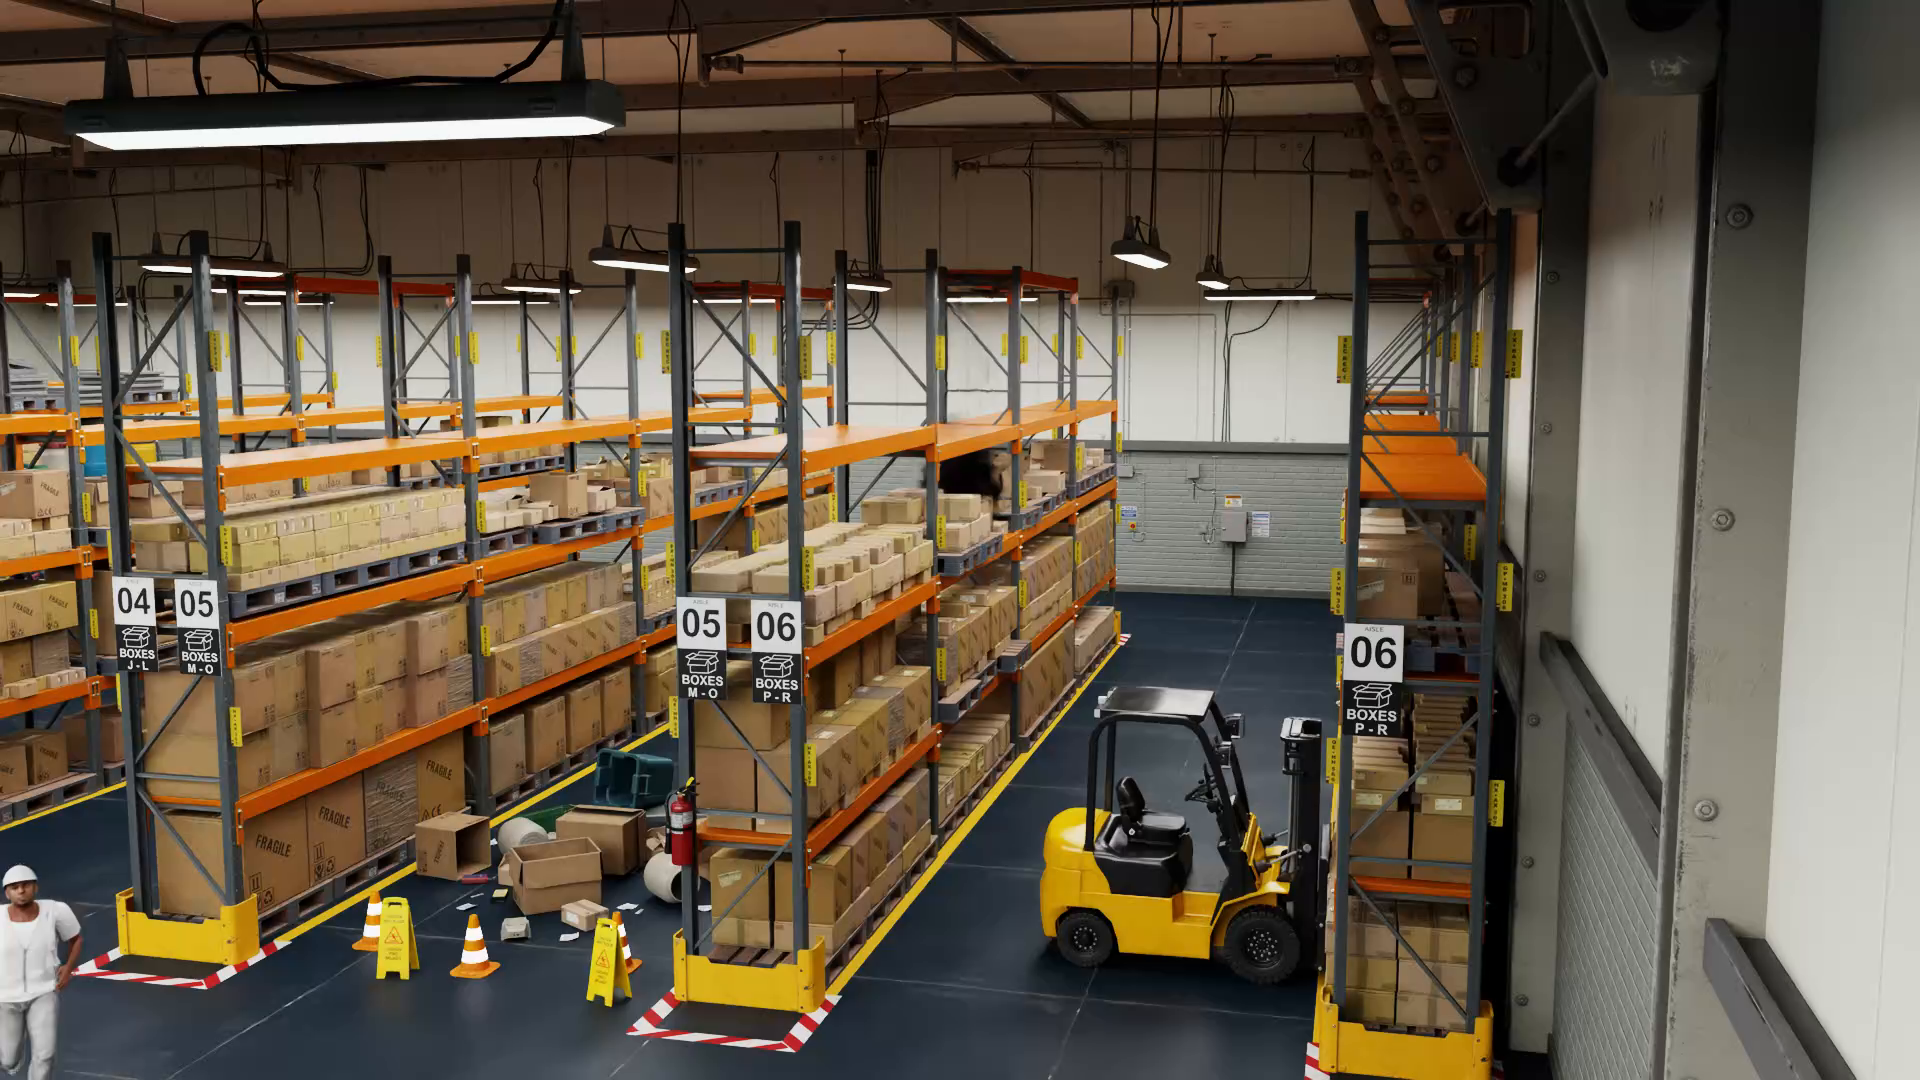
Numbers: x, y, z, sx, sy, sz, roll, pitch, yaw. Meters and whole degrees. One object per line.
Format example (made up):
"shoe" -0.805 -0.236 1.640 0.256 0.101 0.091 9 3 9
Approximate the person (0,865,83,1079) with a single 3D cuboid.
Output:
"person" -6.204 2.990 11.052 0.703 1.726 0.749 -4 8 -29
